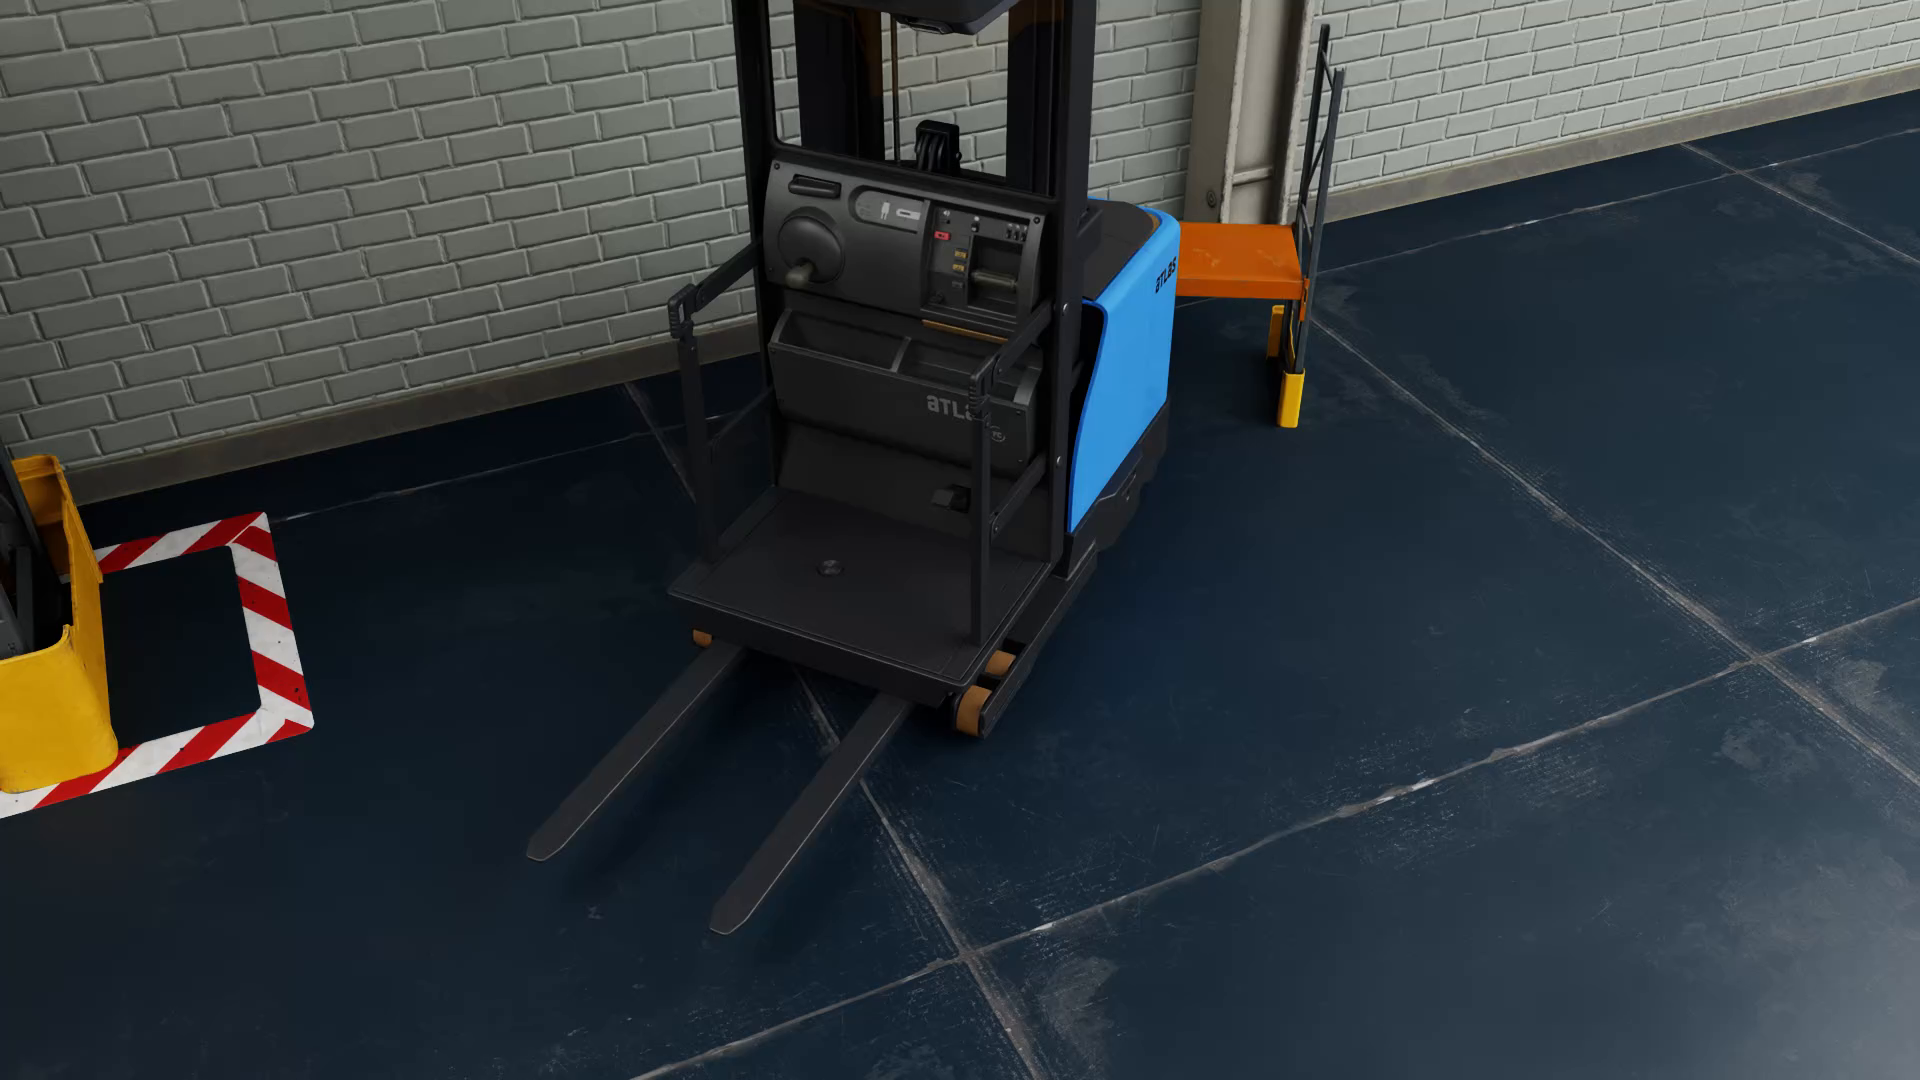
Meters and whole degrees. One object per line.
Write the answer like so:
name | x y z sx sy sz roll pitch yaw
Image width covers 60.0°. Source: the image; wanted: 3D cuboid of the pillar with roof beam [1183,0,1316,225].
pillar with roof beam | 3.150 -2.669 2.294 0.400 9.000 9.100 -16 39 -20

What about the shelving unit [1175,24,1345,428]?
shelving unit | 0.877 -1.262 6.692 1.083 1.500 0.587 2 37 3

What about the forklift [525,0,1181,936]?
forklift | -0.272 -0.838 4.920 1.130 2.935 3.031 16 39 20

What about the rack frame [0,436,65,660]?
rack frame | -3.097 -0.752 4.746 0.127 3.000 1.000 -16 39 -20

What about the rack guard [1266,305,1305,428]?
rack guard | 1.374 -0.741 7.039 0.087 0.250 0.587 2 37 3

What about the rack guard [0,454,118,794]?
rack guard | -3.075 0.246 5.499 0.348 0.500 1.175 -16 39 -20

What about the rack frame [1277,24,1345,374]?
rack frame | 1.394 -1.242 6.665 0.032 1.500 0.500 2 37 3

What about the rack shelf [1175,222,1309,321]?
rack shelf | 0.886 -1.117 6.799 1.000 0.185 0.538 2 37 3
